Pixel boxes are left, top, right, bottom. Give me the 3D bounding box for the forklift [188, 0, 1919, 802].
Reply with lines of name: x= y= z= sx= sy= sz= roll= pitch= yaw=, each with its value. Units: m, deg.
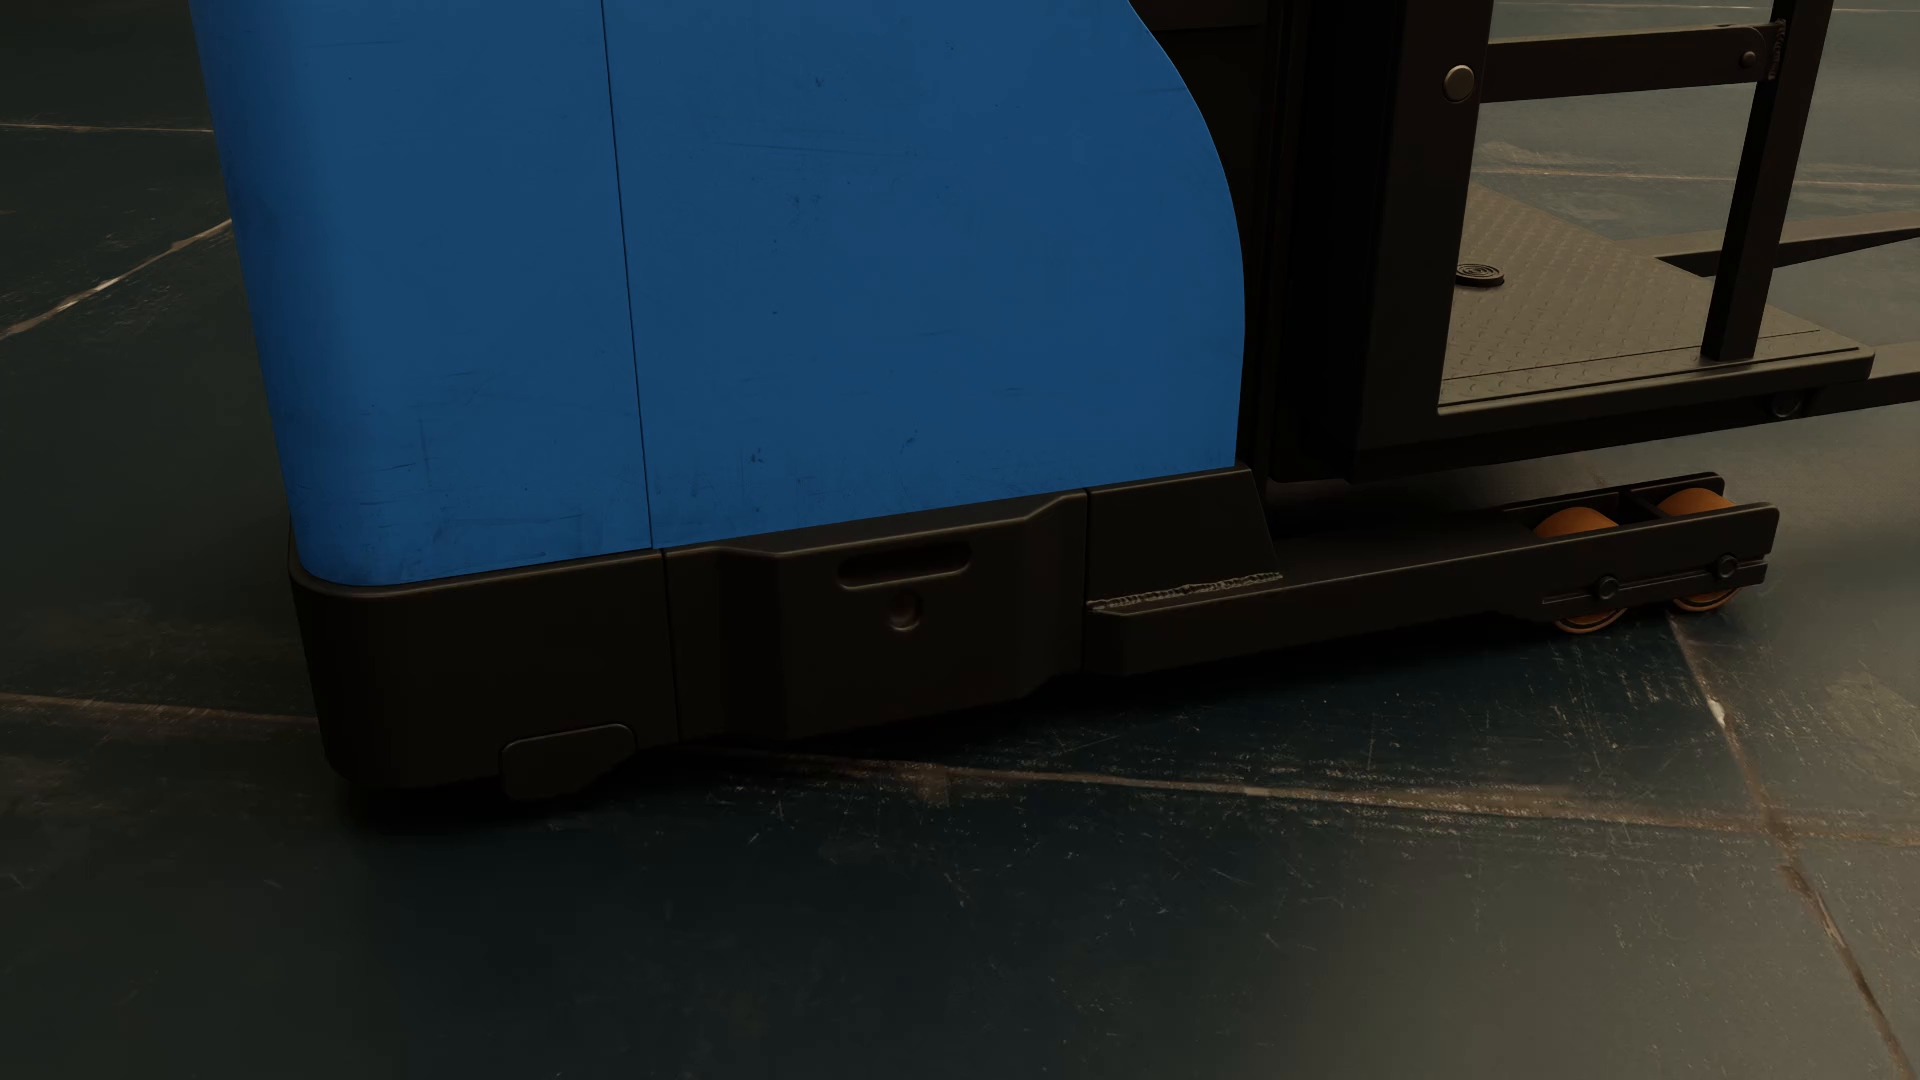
forklift: x=0.594 y=-1.400 z=2.024 sx=3.031 sy=2.935 sz=1.130 roll=-8 pitch=28 yaw=-17
